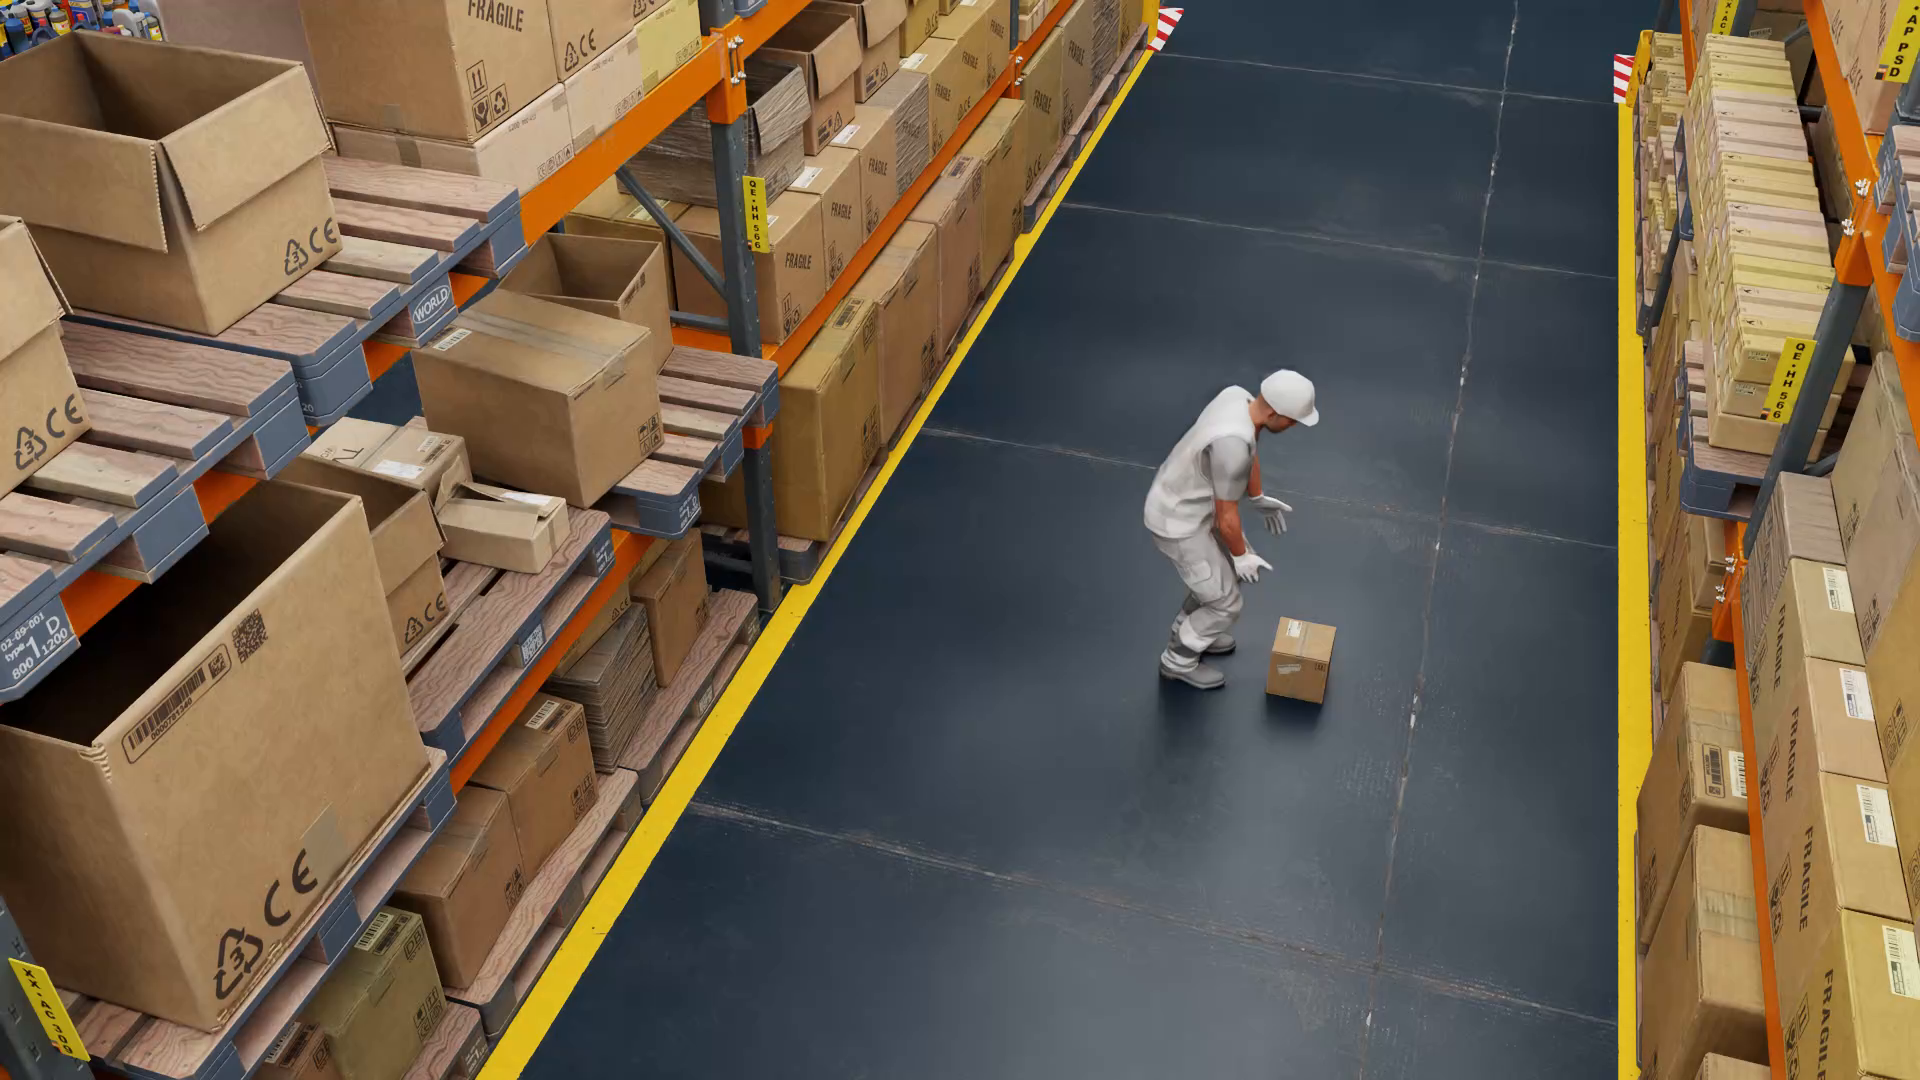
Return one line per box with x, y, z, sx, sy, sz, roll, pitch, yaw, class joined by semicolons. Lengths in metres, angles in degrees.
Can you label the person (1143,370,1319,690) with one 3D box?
1.137;-0.084;7.181;0.669;1.555;0.577;11;38;14;person
